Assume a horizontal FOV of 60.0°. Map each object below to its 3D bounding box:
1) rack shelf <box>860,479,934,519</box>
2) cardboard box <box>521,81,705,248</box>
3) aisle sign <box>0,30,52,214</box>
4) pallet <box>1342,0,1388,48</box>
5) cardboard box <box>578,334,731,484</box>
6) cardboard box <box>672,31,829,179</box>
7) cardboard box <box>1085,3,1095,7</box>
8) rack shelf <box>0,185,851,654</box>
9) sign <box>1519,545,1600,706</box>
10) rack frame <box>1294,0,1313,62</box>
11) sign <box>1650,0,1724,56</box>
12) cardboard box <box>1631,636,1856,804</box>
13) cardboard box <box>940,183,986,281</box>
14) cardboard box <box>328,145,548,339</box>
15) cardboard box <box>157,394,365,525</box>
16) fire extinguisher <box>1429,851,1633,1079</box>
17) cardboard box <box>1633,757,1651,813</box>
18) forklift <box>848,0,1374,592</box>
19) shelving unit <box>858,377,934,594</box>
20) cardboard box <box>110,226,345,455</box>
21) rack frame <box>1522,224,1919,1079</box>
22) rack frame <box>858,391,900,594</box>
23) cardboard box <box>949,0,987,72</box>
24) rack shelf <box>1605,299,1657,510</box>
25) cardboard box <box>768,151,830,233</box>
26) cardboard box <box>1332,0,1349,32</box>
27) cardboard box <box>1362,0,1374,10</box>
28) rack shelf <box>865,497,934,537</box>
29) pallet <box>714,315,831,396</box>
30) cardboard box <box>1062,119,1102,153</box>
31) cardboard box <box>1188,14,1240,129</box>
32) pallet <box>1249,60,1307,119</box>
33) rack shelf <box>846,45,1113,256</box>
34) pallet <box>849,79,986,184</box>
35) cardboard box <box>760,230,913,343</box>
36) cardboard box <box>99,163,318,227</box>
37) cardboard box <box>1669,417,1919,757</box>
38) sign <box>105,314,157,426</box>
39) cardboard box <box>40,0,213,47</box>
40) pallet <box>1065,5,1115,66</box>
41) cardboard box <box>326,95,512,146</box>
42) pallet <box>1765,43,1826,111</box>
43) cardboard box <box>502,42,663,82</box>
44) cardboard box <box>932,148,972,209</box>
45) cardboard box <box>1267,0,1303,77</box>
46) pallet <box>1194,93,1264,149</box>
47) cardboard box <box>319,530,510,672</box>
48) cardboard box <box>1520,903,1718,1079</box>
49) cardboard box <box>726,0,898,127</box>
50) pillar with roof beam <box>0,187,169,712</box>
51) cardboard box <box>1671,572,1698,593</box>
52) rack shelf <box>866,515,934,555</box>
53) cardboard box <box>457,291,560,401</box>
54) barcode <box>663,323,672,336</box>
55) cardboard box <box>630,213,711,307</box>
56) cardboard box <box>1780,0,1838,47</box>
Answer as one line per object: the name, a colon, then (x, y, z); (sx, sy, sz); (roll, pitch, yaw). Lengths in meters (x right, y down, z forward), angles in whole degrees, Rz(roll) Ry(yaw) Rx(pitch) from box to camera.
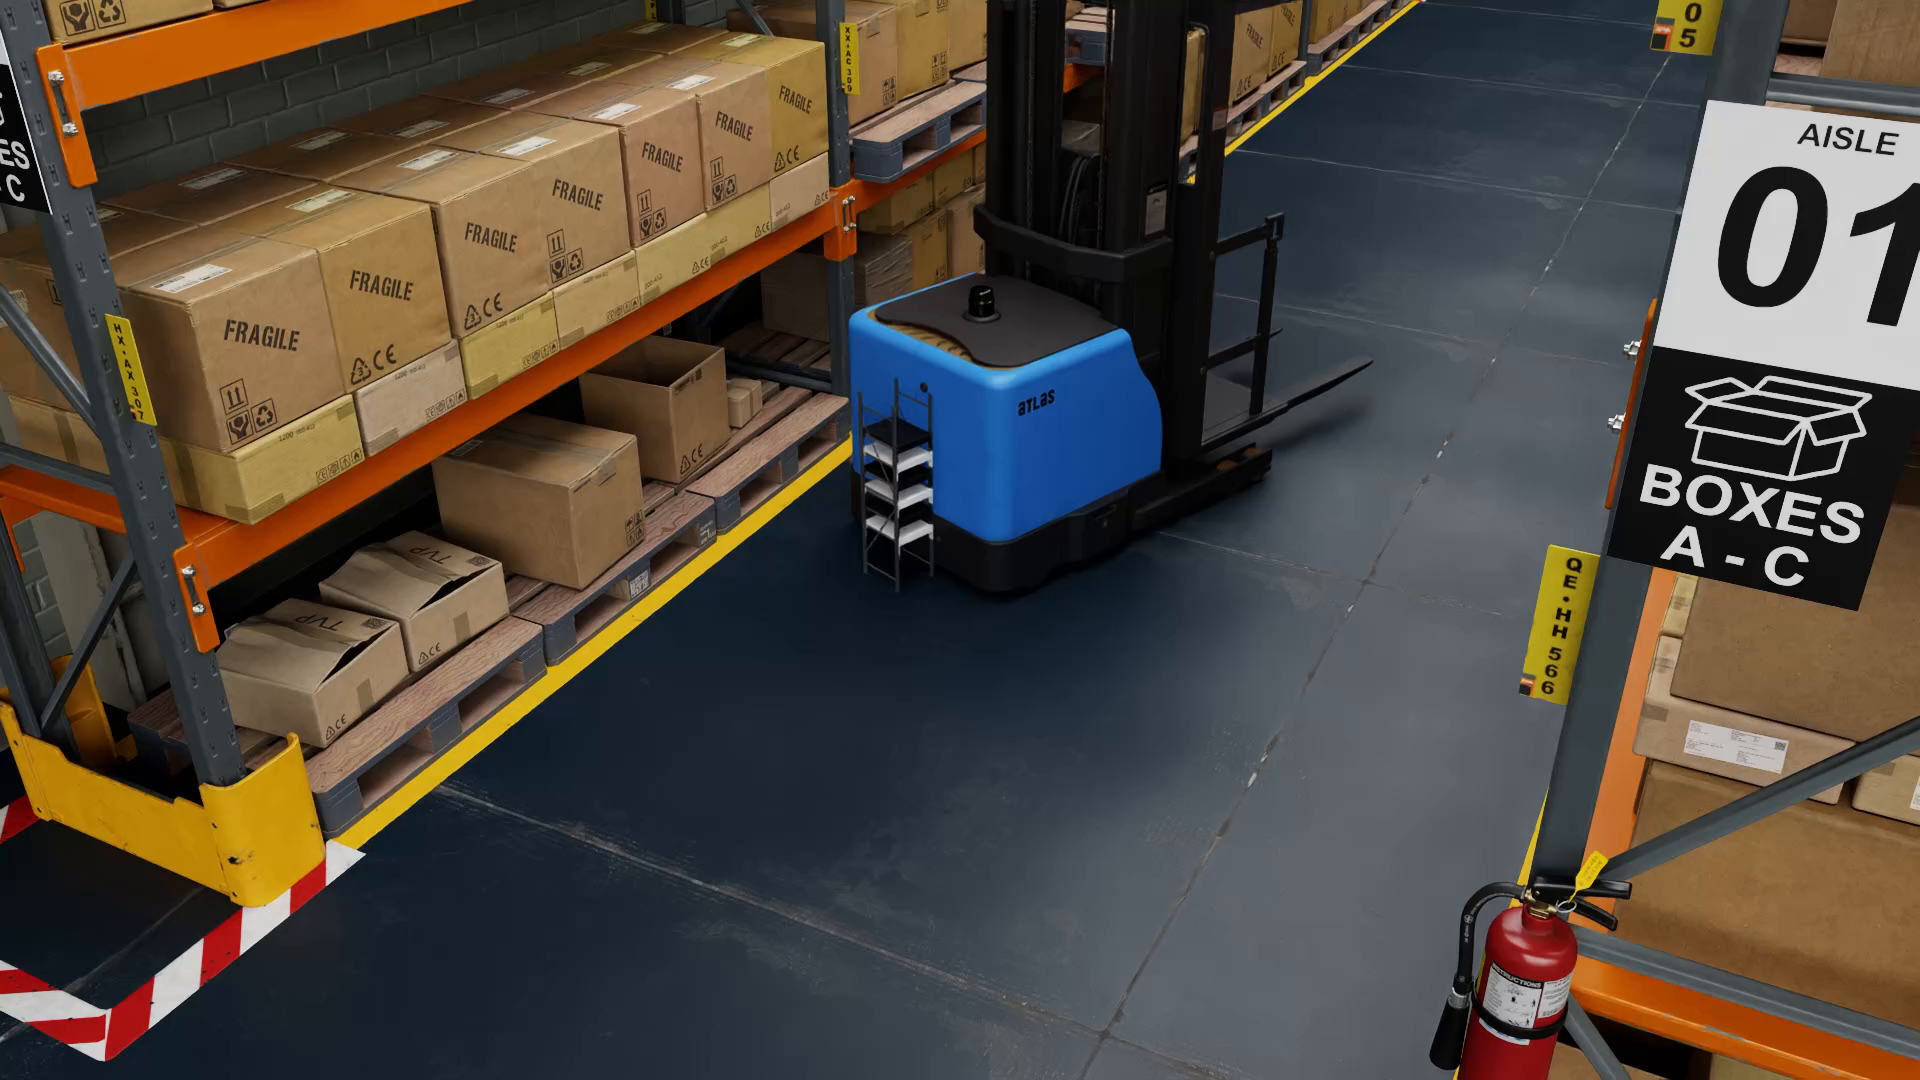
rack shelf: (-0.275, -0.203, 7.266); (0.200, 0.077, 0.258); (-25, 38, -36)
cardboard box: (-1.409, -1.546, 6.808); (0.500, 0.500, 0.500); (13, 32, 22)
aisle sign: (-2.595, -1.254, 4.312); (0.394, 0.787, 0.004); (14, 33, 23)
pallet: (3.608, -5.200, 16.593); (1.003, 0.211, 1.213); (14, 33, 23)
cardboard box: (-1.445, -0.638, 7.917); (0.500, 0.500, 0.500); (12, 32, 20)
cardboard box: (-0.948, -1.989, 7.580); (0.500, 0.500, 0.500); (14, 33, 23)
cardboard box: (0.609, -3.797, 10.808); (0.700, 0.500, 0.500); (10, 31, 18)
rack shelf: (-1.919, -0.802, 6.856); (1.077, 0.370, 4.000); (14, 33, 23)
sign: (1.105, 0.161, 3.057); (0.100, 0.325, 0.005); (14, 33, 23)
rack frame: (2.637, -5.547, 14.397); (1.000, 3.000, 0.127); (14, 33, 23)
sign: (1.105, -0.885, 2.456); (0.100, 0.325, 0.005); (14, 33, 23)
cardboard box: (1.586, 0.358, 3.363); (0.380, 0.149, 0.250); (14, 33, 22)
cardboard box: (-0.228, -1.895, 10.105); (0.700, 0.500, 0.500); (15, 33, 24)
cardboard box: (-1.870, -1.084, 6.003); (0.500, 0.500, 0.500); (13, 32, 22)
cardboard box: (-2.325, -0.315, 5.417); (0.500, 0.250, 0.500); (13, 32, 22)
fire extinguisher: (1.114, 0.876, 3.291); (0.296, 0.674, 0.183); (14, 33, 23)
cardboard box: (2.041, 0.414, 3.917); (0.700, 0.500, 0.500); (15, 33, 25)
forklift: (0.910, -1.667, 7.709); (3.031, 2.935, 1.130); (-25, 38, -36)
shelving unit: (-0.275, -0.232, 7.250); (0.210, 0.900, 0.258); (-25, 38, -36)
cardboard box: (-2.345, -0.639, 5.229); (0.500, 0.500, 0.500); (14, 33, 23)
rack frame: (1.582, 0.895, 3.179); (1.000, 3.000, 0.127); (14, 33, 23)
rack frame: (-0.350, -0.197, 7.190); (0.006, 0.900, 0.240); (-25, 38, -36)
cardboard box: (-0.212, -2.997, 9.415); (0.700, 0.500, 0.500); (19, 35, 30)
rack shelf: (2.493, -0.980, 4.155); (1.077, 0.370, 4.000); (14, 33, 23)
cardboard box: (-0.953, -1.665, 7.768); (0.500, 0.250, 0.500); (14, 33, 23)
cardboard box: (3.301, -5.175, 15.838); (0.700, 0.500, 0.500); (14, 33, 23)
cardboard box: (3.773, -5.640, 16.648); (0.700, 0.500, 0.500); (13, 32, 22)
rack shelf: (-0.275, -0.125, 7.311); (0.200, 0.077, 0.258); (-25, 38, -36)
pallet: (-0.654, -1.137, 9.517); (1.003, 0.211, 1.213); (14, 33, 23)
cardboard box: (0.533, -2.549, 11.246); (0.700, 0.500, 0.500); (15, 33, 24)
cardboard box: (1.671, -3.707, 12.929); (0.750, 0.750, 0.750); (14, 33, 23)
pallet: (2.352, -3.978, 14.466); (1.003, 0.211, 1.213); (14, 33, 23)
rack shelf: (-0.096, -2.575, 9.944); (1.077, 0.370, 4.000); (14, 33, 23)
pallet: (-0.530, -2.223, 8.801); (1.003, 0.211, 1.213); (14, 33, 23)
cardboard box: (-0.687, -1.437, 9.309); (0.700, 0.500, 0.500); (15, 33, 25)
cardboard box: (-2.566, -0.974, 5.811); (0.500, 0.500, 0.500); (15, 33, 24)
cardboard box: (1.830, 0.062, 3.227); (0.700, 0.500, 0.500); (14, 33, 23)
sign: (-2.347, -0.479, 4.703); (0.100, 0.325, 0.005); (14, 33, 23)
cardboard box: (-2.455, -1.671, 4.516); (0.500, 0.500, 0.500); (15, 33, 25)
pallet: (0.585, -3.350, 10.765); (1.213, 0.211, 1.003); (14, 33, 23)
cardboard box: (-2.105, -1.427, 6.601); (0.500, 0.500, 0.500); (15, 33, 24)
pallet: (1.927, -0.675, 2.990); (1.003, 0.211, 1.213); (14, 33, 23)
cardboard box: (-1.647, -1.880, 7.389); (0.500, 0.500, 0.500); (14, 33, 23)
cardboard box: (-0.256, -2.190, 9.867); (0.500, 0.250, 0.500); (13, 32, 22)
cardboard box: (2.456, -4.479, 14.275); (0.750, 0.750, 0.750); (15, 33, 24)
pallet: (1.798, -3.436, 13.521); (1.003, 0.211, 1.213); (14, 33, 23)
cardboard box: (-2.175, 0.209, 6.632); (0.500, 0.311, 0.500); (17, 34, 27)
cardboard box: (1.561, 1.275, 4.104); (0.500, 0.500, 0.500); (14, 33, 23)
cardboard box: (-0.745, -2.452, 8.466); (0.700, 0.500, 0.500); (14, 33, 23)
pillar with roof beam: (0.552, -2.359, 2.821); (9.100, 9.000, 0.400); (14, 33, 23)
cardboard box: (1.821, 0.128, 3.763); (0.380, 0.149, 0.250); (14, 33, 23)
rack shelf: (-0.275, -0.047, 7.356); (0.200, 0.077, 0.258); (-25, 38, -36)
cardboard box: (-1.864, -0.773, 6.214); (0.500, 0.250, 0.500); (14, 33, 23)
barcode: (-1.467, -1.061, 8.332); (0.001, 0.075, 0.075); (14, 33, 23)
cardboard box: (-1.403, -1.220, 6.992); (0.500, 0.250, 0.500); (14, 33, 23)
cardboard box: (1.872, -1.154, 3.323); (0.500, 0.250, 0.500); (14, 33, 23)
